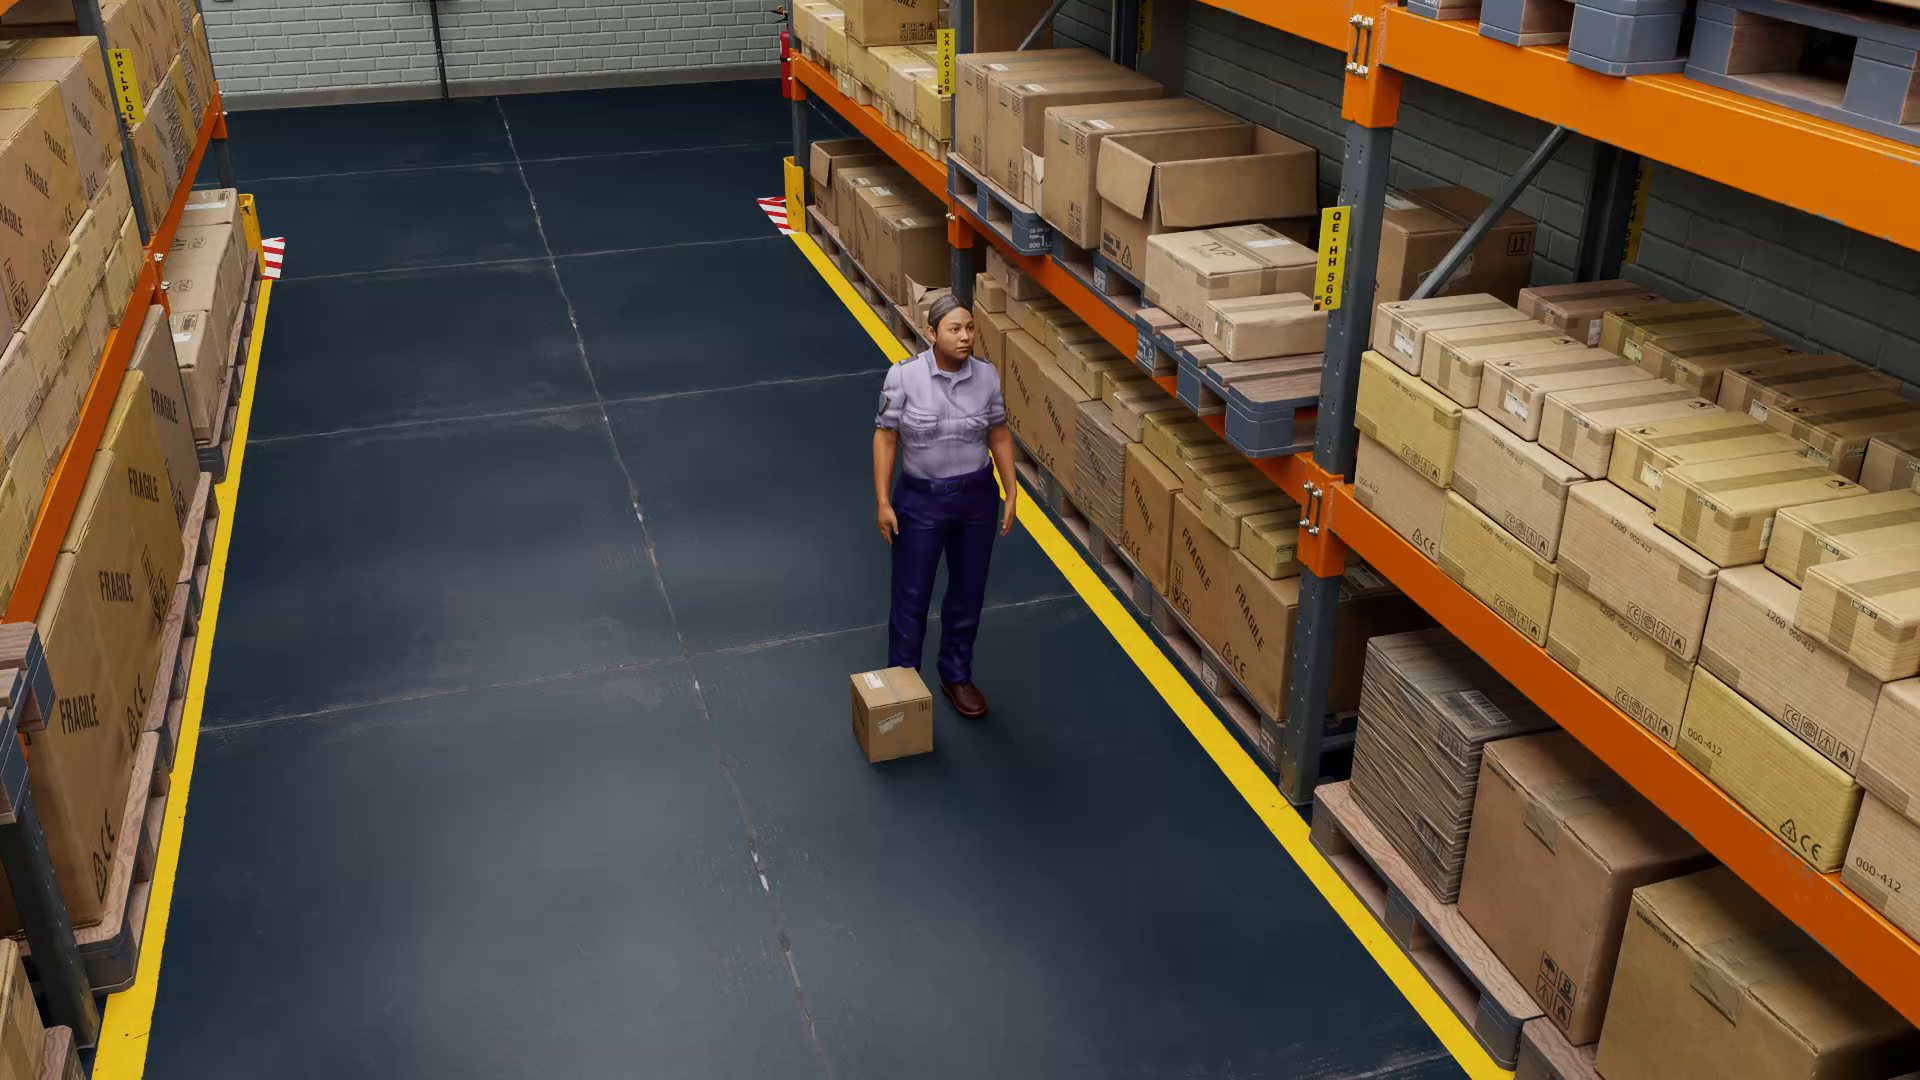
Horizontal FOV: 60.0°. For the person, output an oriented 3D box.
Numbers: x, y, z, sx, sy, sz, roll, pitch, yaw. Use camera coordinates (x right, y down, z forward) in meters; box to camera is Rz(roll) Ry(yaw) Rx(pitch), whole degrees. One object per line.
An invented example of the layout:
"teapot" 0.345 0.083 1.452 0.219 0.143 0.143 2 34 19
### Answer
"person" -0.045 -0.078 6.278 0.598 1.638 0.504 -8 28 -16
